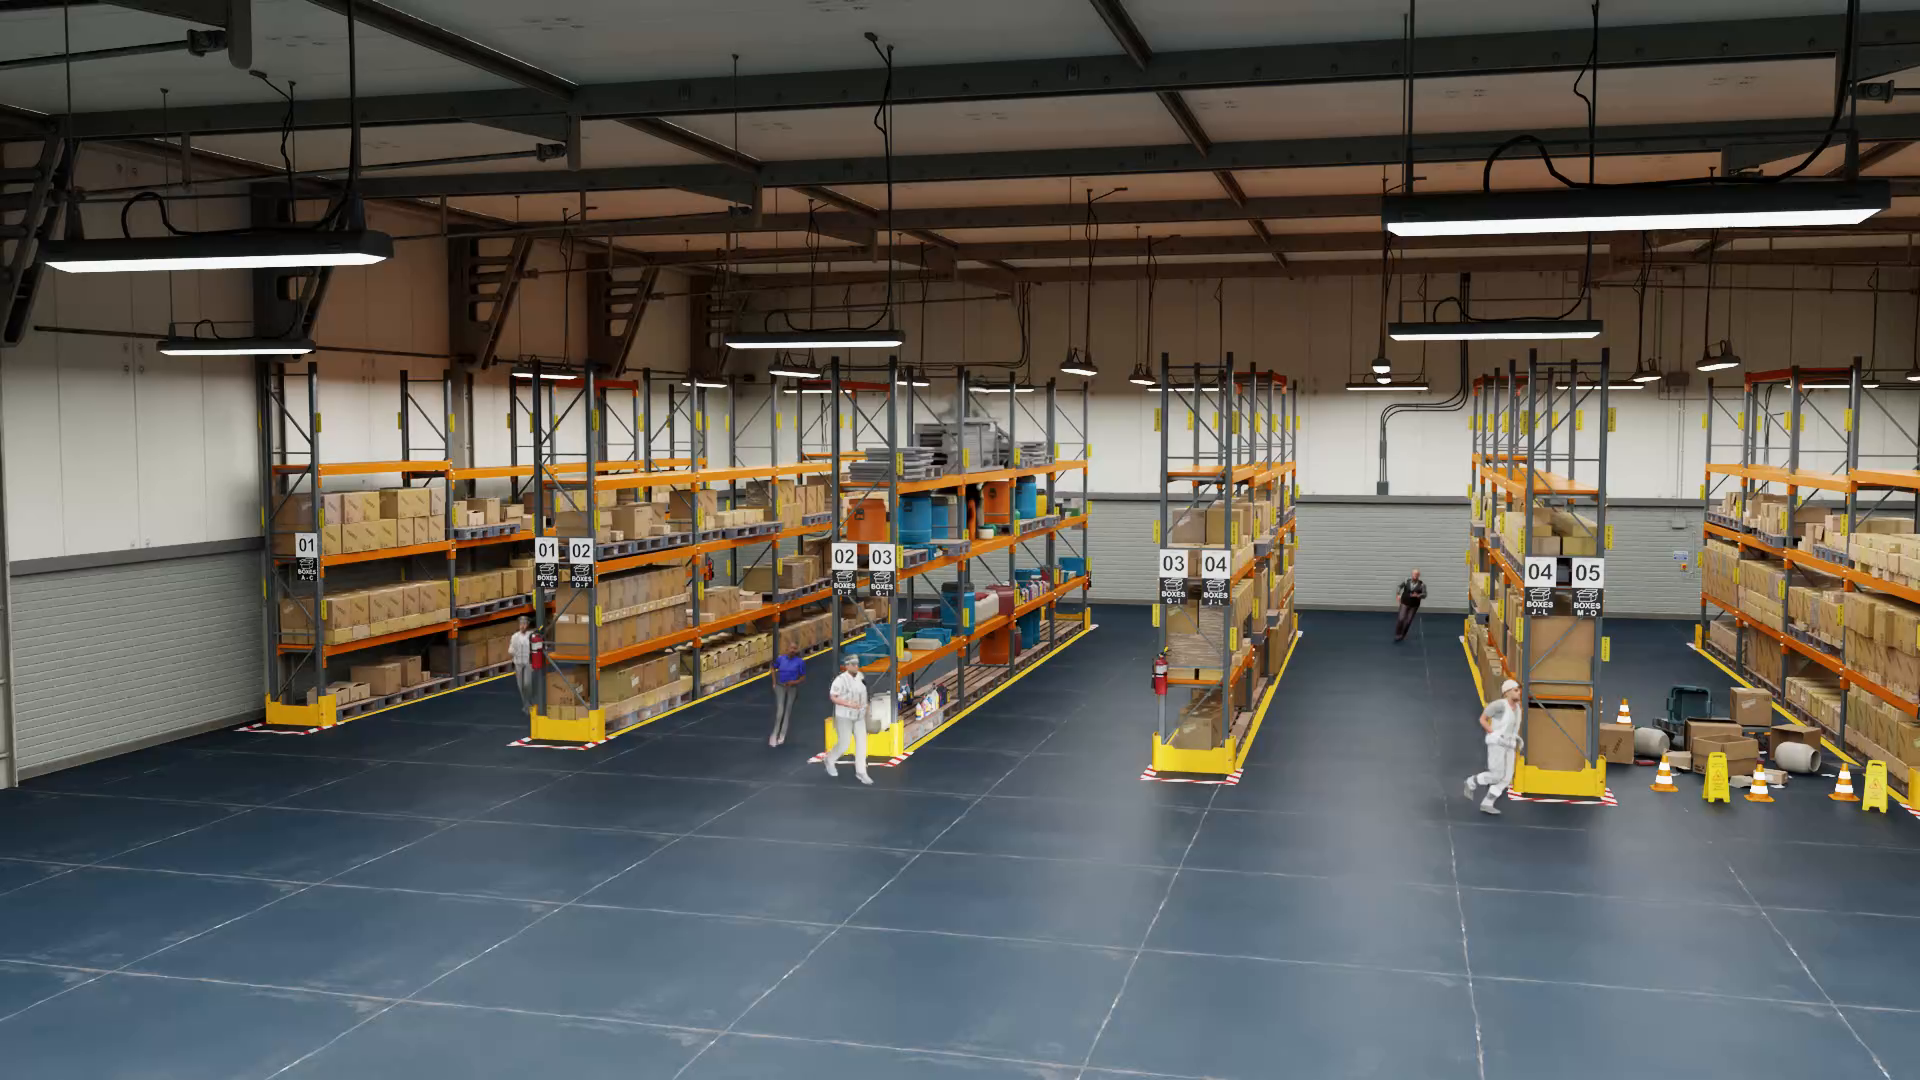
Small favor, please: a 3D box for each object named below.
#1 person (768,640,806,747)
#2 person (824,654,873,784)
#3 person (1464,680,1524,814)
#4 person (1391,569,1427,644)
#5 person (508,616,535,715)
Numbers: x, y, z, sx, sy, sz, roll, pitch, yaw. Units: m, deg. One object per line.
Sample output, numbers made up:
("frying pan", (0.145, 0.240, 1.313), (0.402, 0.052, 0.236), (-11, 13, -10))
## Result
("person", (-2.689, 2.384, 25.854), (0.587, 1.653, 0.642), (0, 4, -6))
("person", (-1.544, 2.481, 23.310), (0.686, 1.808, 0.869), (-4, 5, -42))
("person", (6.966, 2.644, 21.531), (0.715, 1.692, 0.626), (-2, 5, -30))
("person", (10.215, 1.526, 37.810), (0.769, 1.742, 0.700), (1, 4, 14))
("person", (-7.478, 2.155, 28.570), (0.594, 1.712, 0.638), (0, 4, 3))
